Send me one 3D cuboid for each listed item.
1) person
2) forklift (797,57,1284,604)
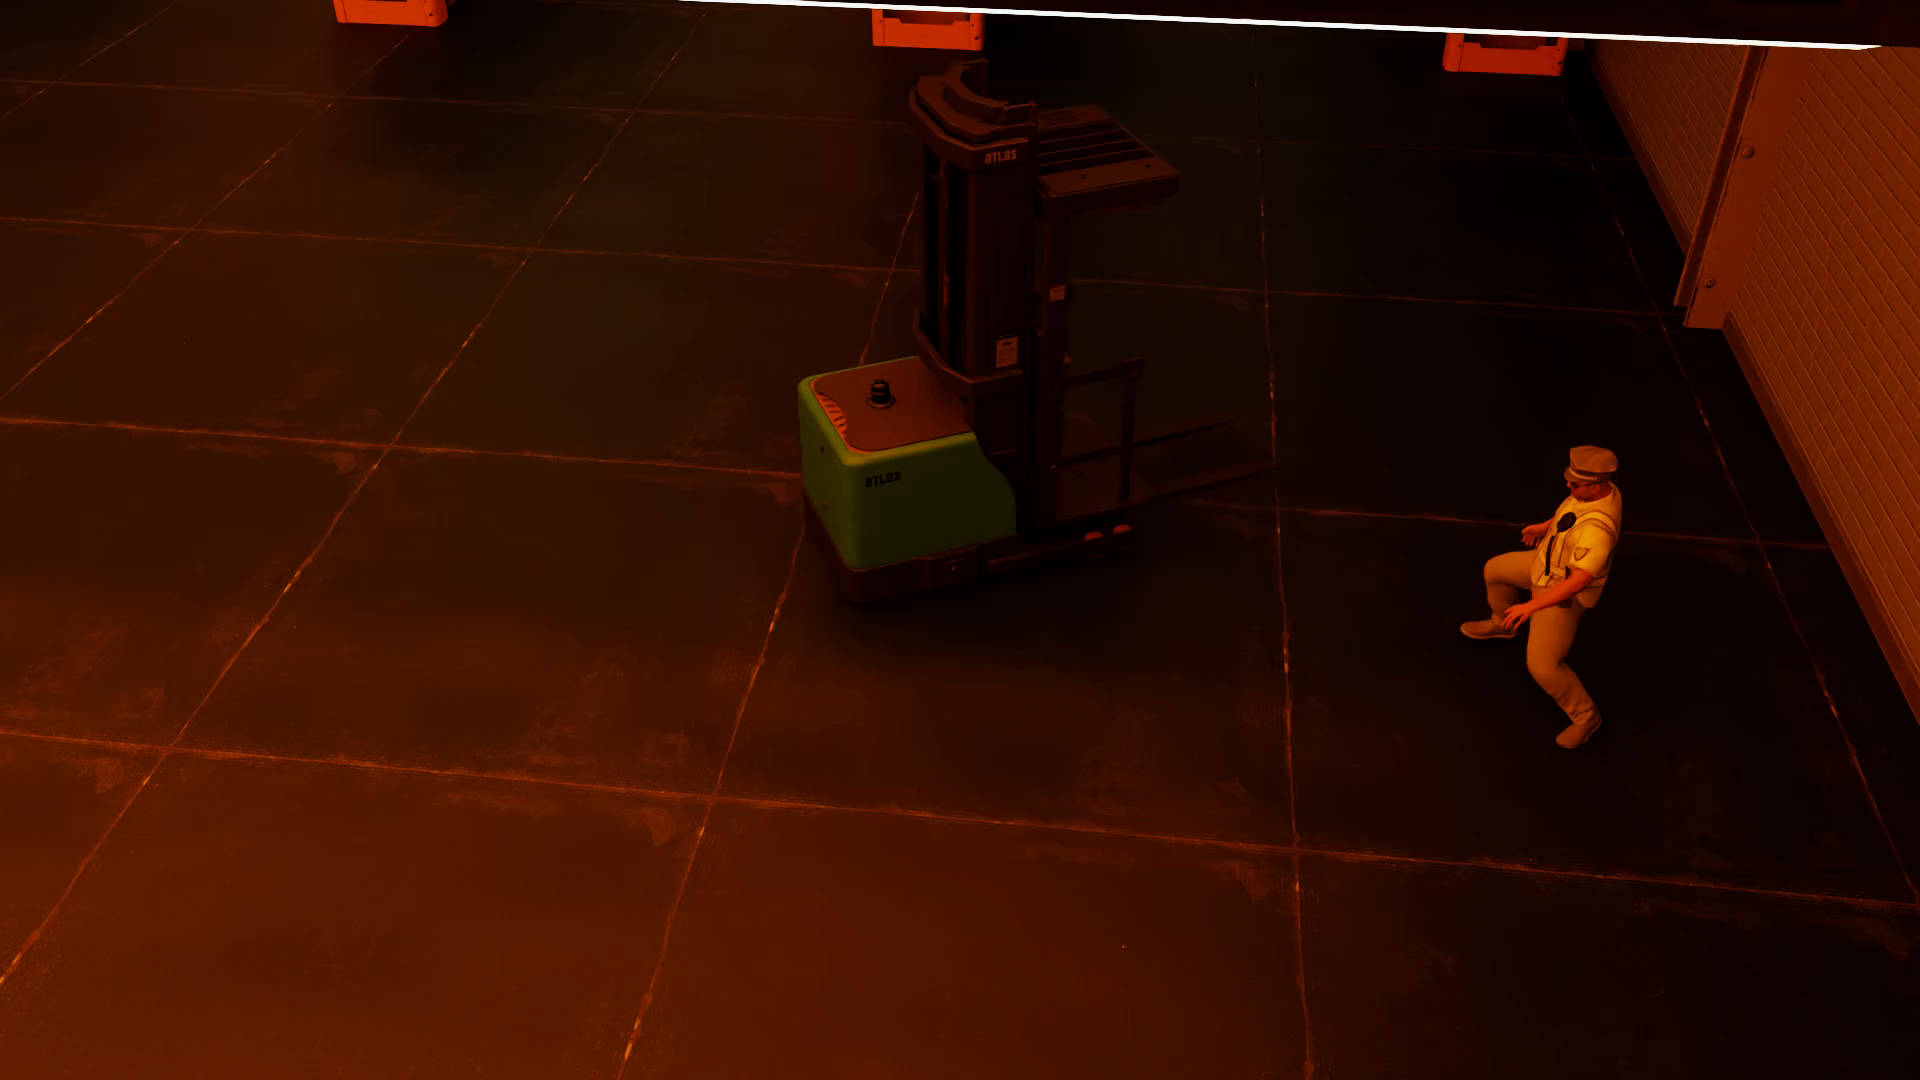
[{"bbox_3d":[3.184,0.225,8.888,0.775,1.621,0.967,10,37,13],"label":"person"},{"bbox_3d":[0.573,-1.347,9.857,3.031,2.935,1.130,-13,38,-17],"label":"forklift"}]
